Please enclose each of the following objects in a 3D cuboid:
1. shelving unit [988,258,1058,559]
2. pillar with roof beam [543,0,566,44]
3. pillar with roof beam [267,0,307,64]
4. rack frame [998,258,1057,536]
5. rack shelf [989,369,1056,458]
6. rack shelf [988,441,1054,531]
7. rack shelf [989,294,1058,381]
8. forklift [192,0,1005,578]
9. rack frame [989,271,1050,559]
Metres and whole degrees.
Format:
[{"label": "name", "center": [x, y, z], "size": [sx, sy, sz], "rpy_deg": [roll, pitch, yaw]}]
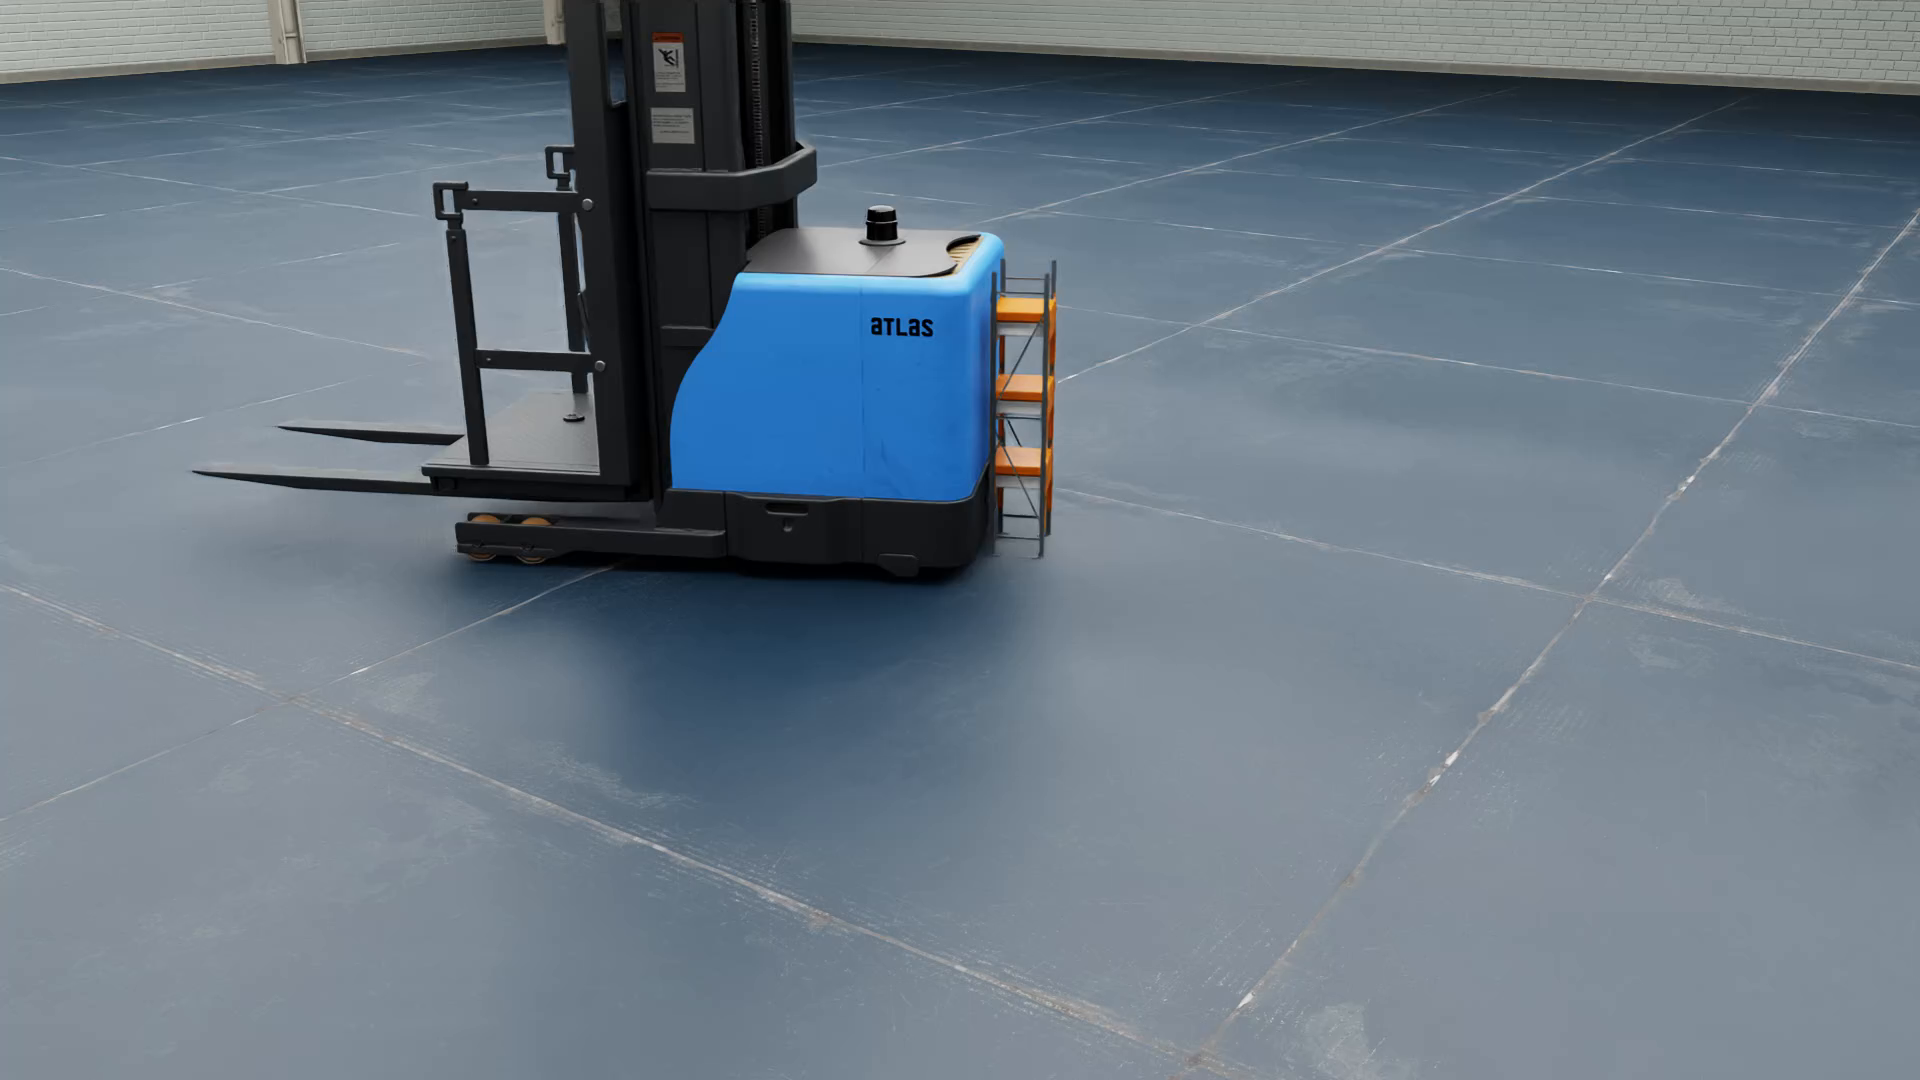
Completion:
[{"label": "shelving unit", "center": [0.227, -0.471, 6.023], "size": [0.215, 1.050, 0.252], "rpy_deg": [3, 21, 8]}, {"label": "pillar with roof beam", "center": [-4.268, -13.085, 28.667], "size": [9.100, 9.000, 0.400], "rpy_deg": [13, 24, 32]}, {"label": "pillar with roof beam", "center": [-7.641, -11.363, 24.013], "size": [9.100, 9.000, 0.400], "rpy_deg": [13, 24, 32]}, {"label": "rack frame", "center": [0.245, -0.512, 6.136], "size": [0.200, 1.050, 0.008], "rpy_deg": [3, 21, 8]}, {"label": "rack shelf", "center": [0.227, -0.461, 6.027], "size": [0.215, 0.259, 0.240], "rpy_deg": [3, 21, 8]}, {"label": "rack shelf", "center": [0.226, -0.200, 6.123], "size": [0.215, 0.259, 0.240], "rpy_deg": [3, 21, 8]}, {"label": "rack shelf", "center": [0.227, -0.727, 5.928], "size": [0.215, 0.259, 0.240], "rpy_deg": [3, 21, 8]}, {"label": "forklift", "center": [-1.382, -1.463, 5.997], "size": [3.031, 2.935, 1.130], "rpy_deg": [3, 21, 8]}, {"label": "rack frame", "center": [0.208, -0.429, 5.910], "size": [0.200, 1.050, 0.008], "rpy_deg": [3, 21, 8]}]
